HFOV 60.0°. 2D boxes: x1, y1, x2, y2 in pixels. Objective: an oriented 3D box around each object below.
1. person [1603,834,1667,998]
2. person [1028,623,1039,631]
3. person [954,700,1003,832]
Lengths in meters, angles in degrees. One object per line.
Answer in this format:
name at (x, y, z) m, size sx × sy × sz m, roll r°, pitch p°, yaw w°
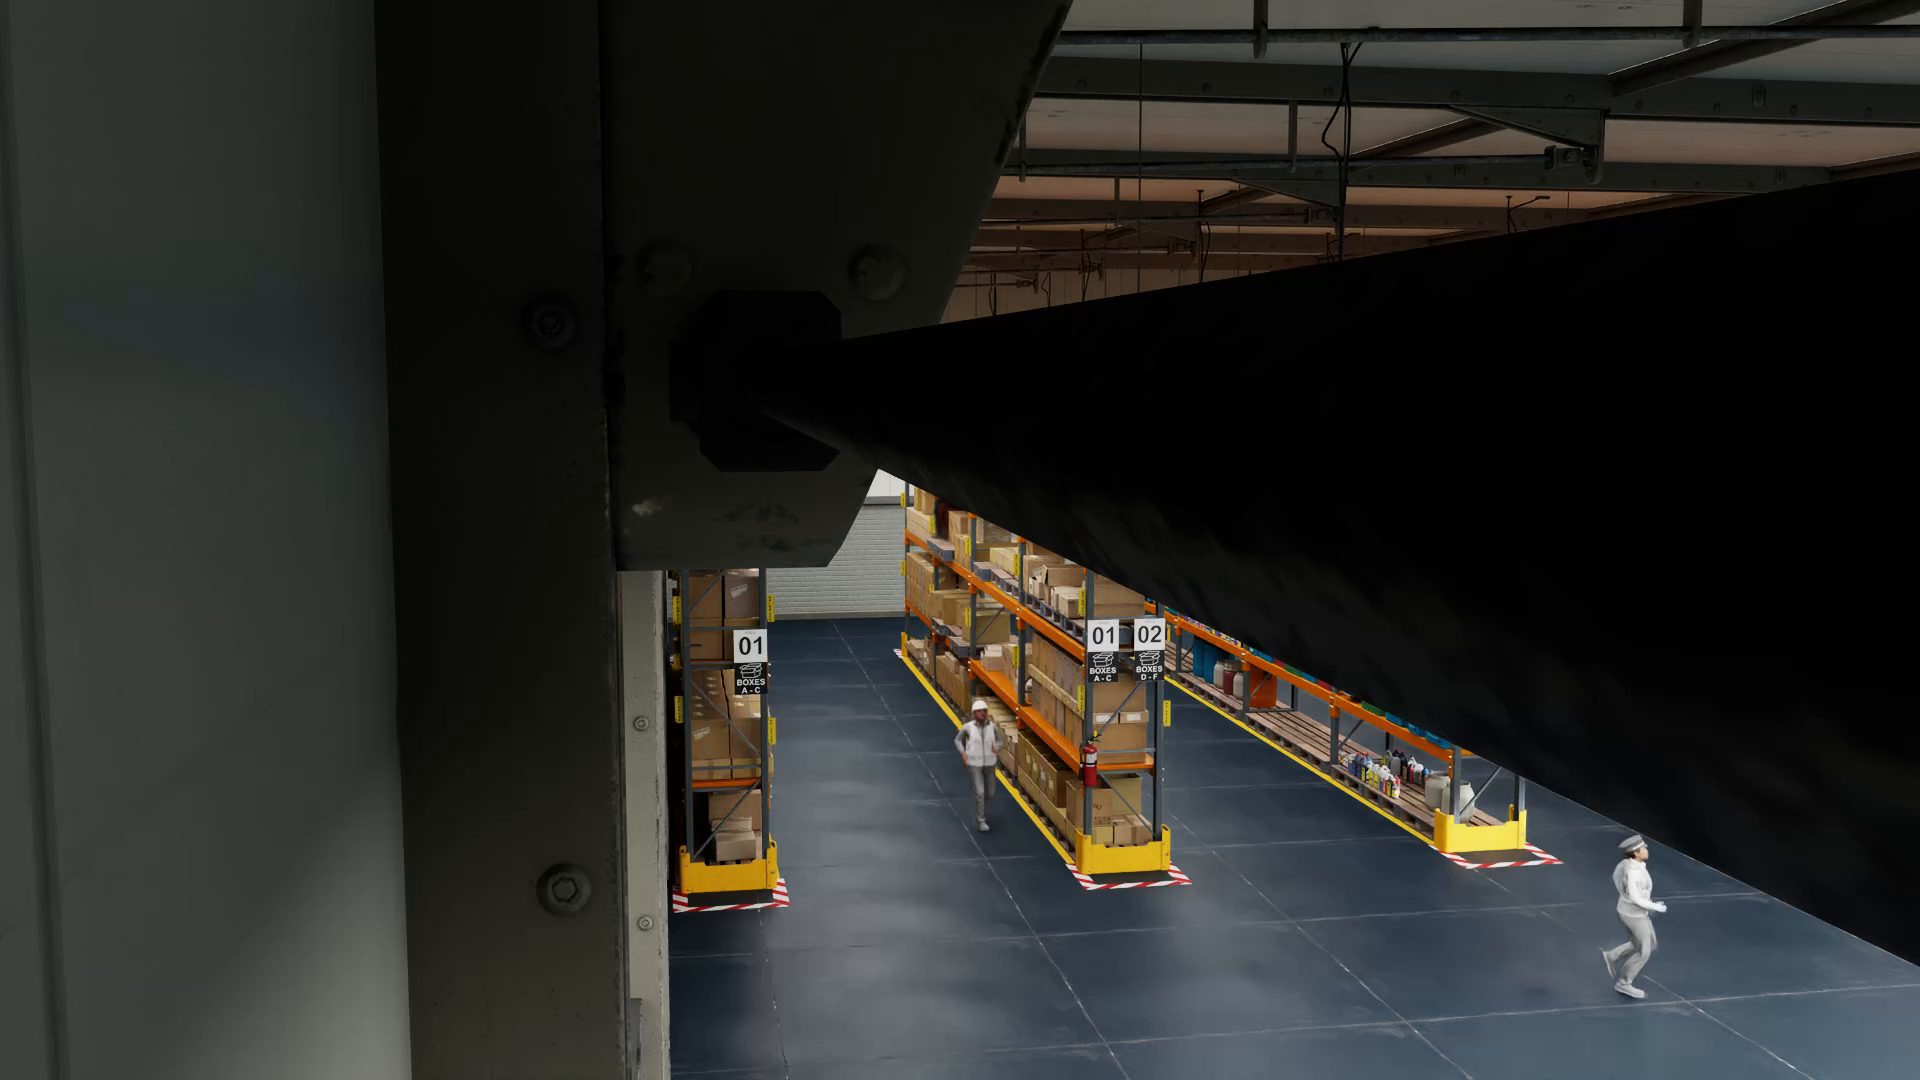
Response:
person at (6.813, 3.775, 16.773) m, size 0.557 × 1.662 × 0.658 m, roll 2°, pitch 6°, yaw 16°
person at (1.707, 1.965, 34.371) m, size 0.584 × 1.612 × 0.720 m, roll -2°, pitch 6°, yaw -19°
person at (0.276, 3.083, 22.966) m, size 0.670 × 1.745 × 0.859 m, roll -2°, pitch 6°, yaw -16°
